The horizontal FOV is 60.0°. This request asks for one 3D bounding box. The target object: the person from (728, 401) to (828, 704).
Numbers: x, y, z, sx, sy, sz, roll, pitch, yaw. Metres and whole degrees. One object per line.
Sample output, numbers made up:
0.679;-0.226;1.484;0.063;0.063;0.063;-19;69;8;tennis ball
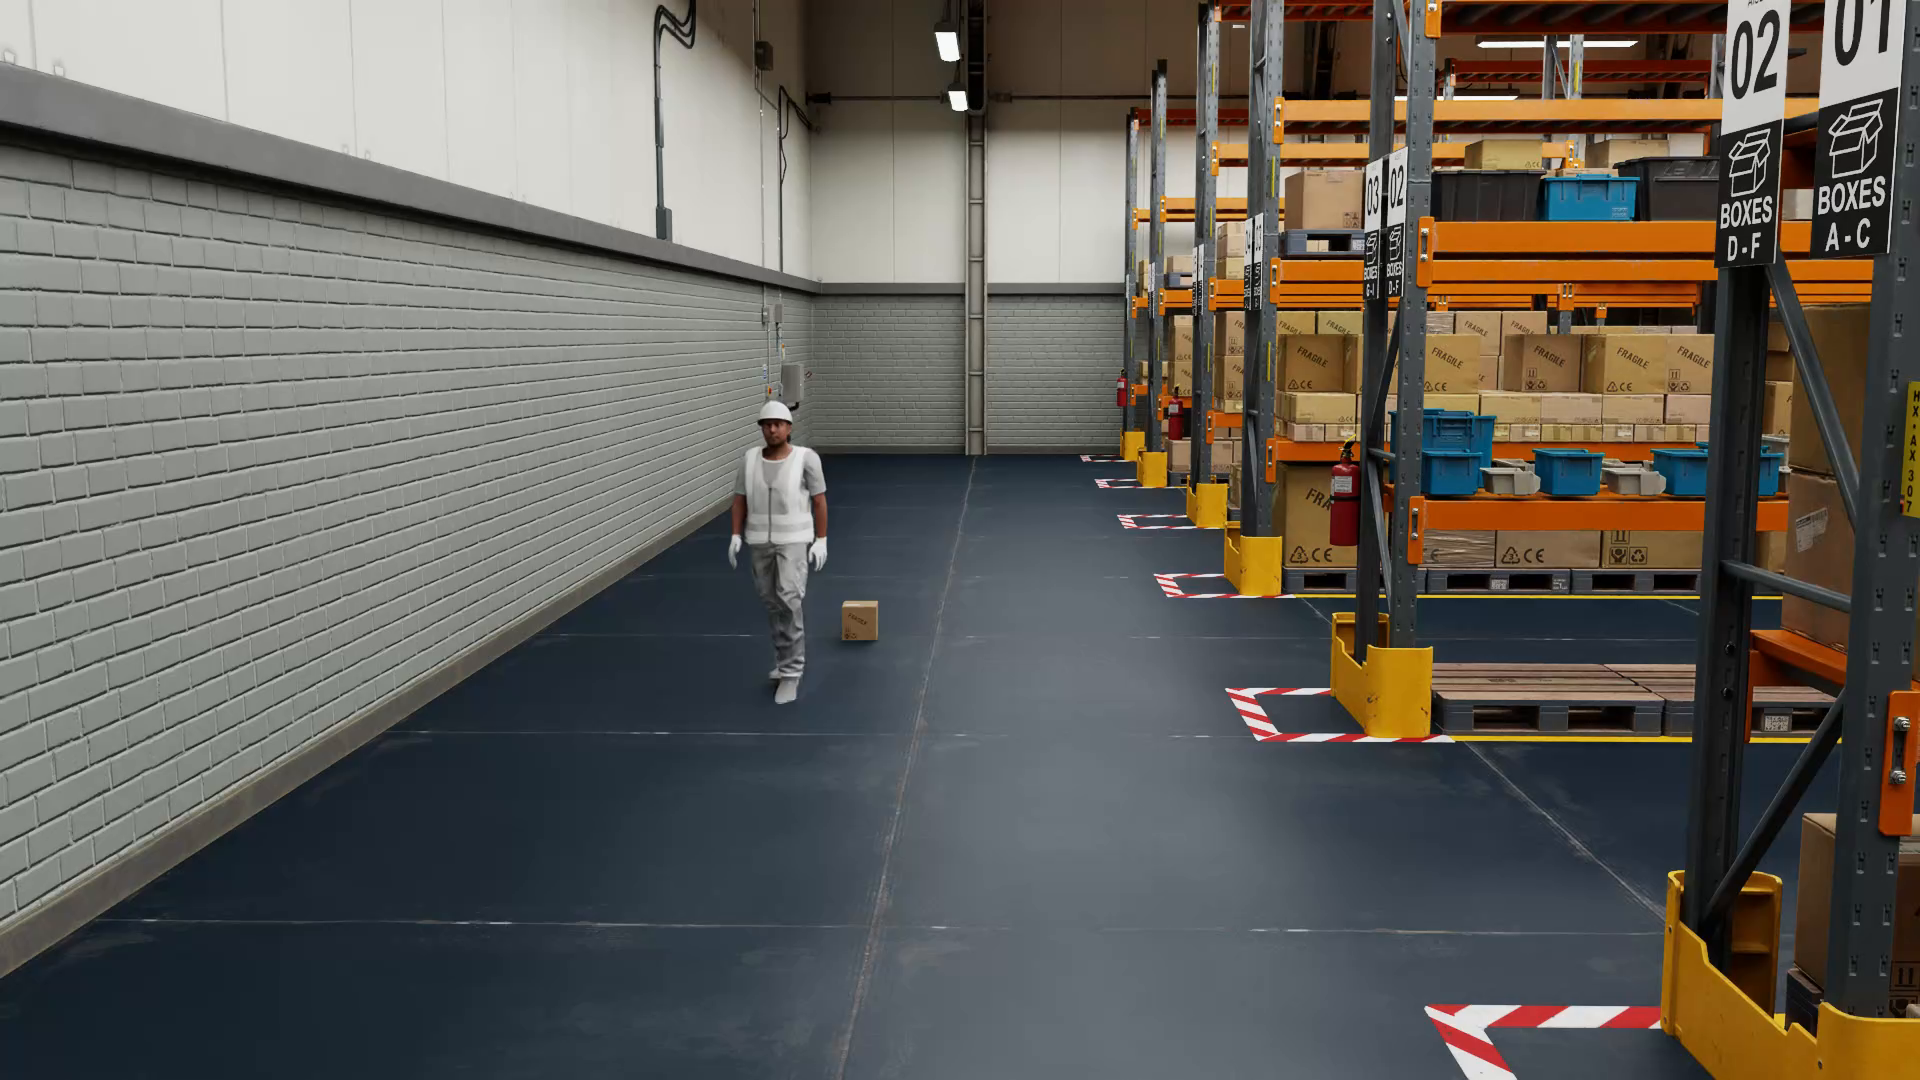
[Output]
-1.133;0.065;10.233;0.565;1.835;0.666;2;7;16;person
